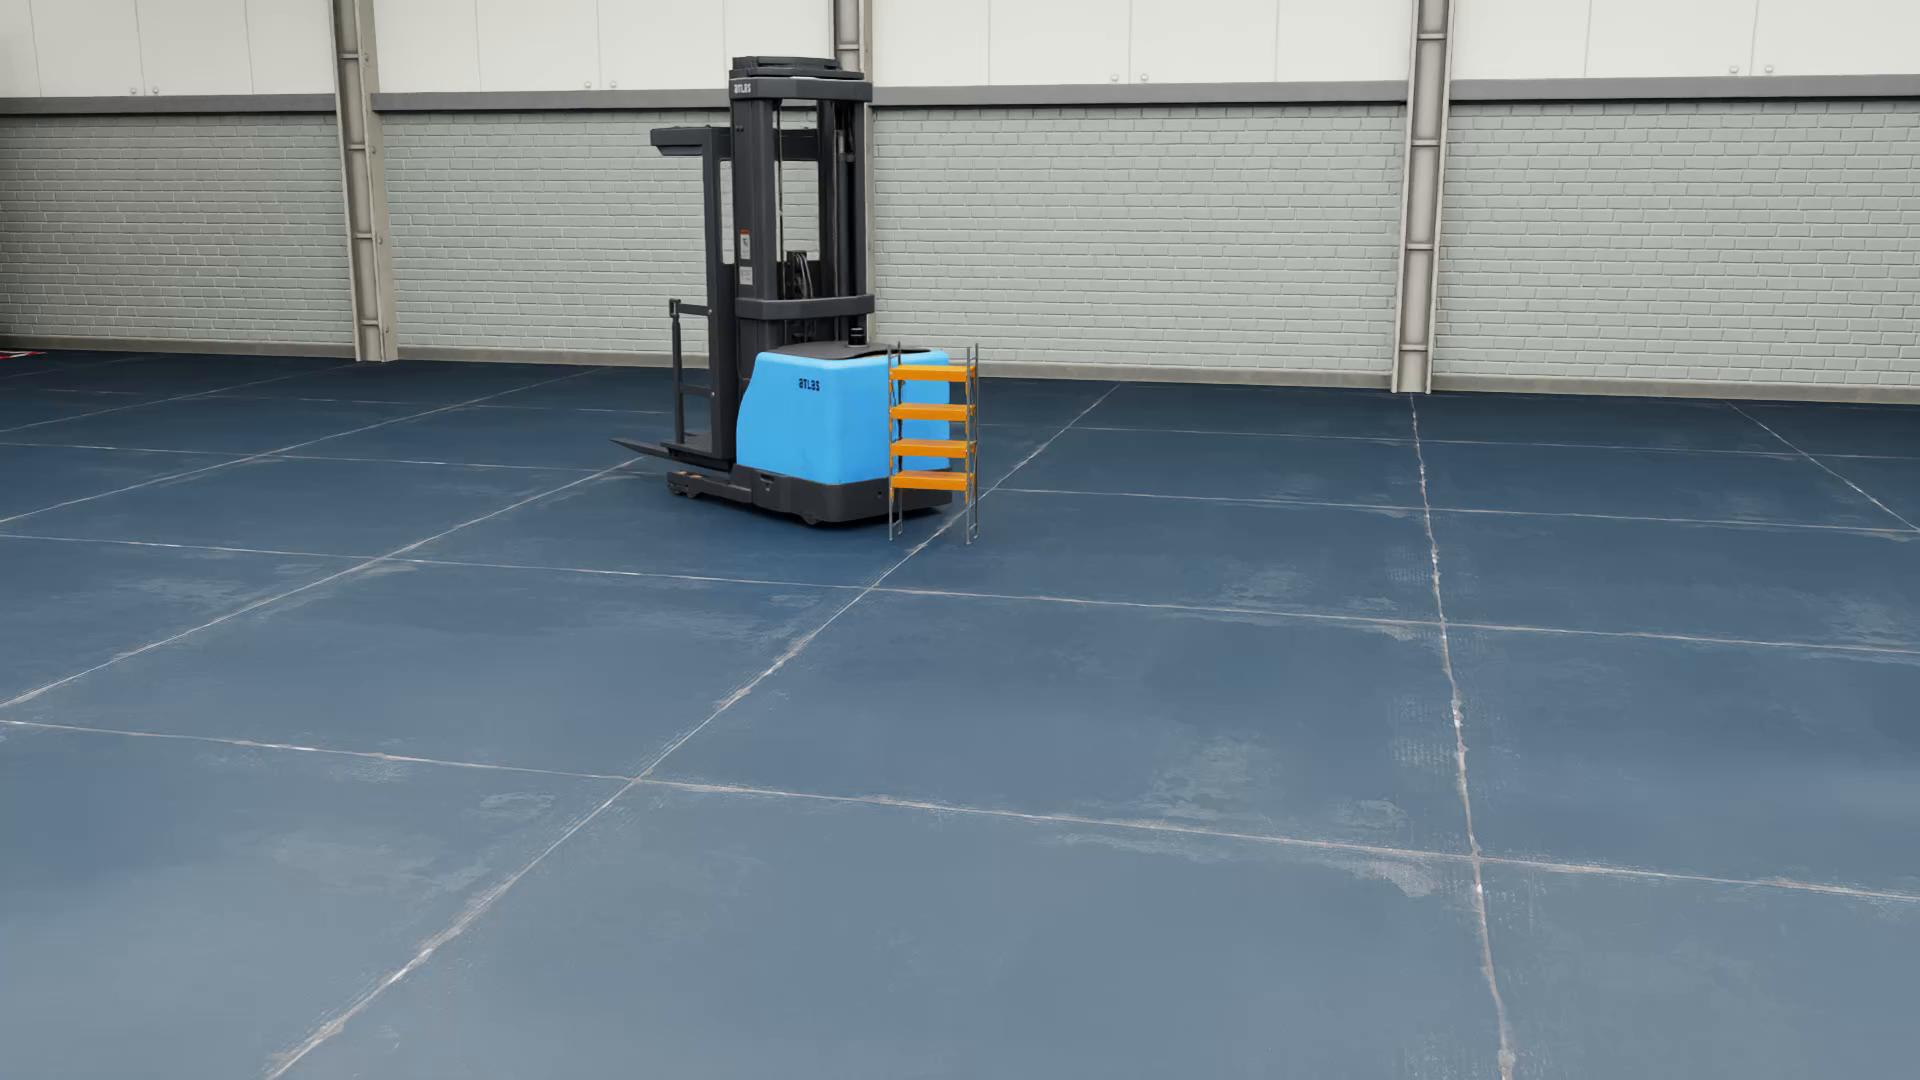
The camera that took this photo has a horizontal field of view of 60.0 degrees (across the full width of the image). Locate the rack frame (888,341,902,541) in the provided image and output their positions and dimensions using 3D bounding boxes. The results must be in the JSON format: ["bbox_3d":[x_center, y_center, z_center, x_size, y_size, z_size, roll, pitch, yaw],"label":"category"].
[{"bbox_3d":[-0.398,-0.607,10.200,0.015,1.200,0.240,3,13,14],"label":"rack frame"}]

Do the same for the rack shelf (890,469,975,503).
[{"bbox_3d":[-0.161,-0.335,10.200,0.480,0.148,0.258,3,13,14],"label":"rack shelf"}]

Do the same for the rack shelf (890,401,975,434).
[{"bbox_3d":[-0.161,-0.747,10.109,0.480,0.148,0.258,3,13,14],"label":"rack shelf"}]

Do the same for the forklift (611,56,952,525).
[{"bbox_3d":[-1.407,-1.782,11.500,1.130,2.935,3.031,-11,17,-40],"label":"forklift"}]

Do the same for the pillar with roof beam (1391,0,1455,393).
[{"bbox_3d":[3.623,-5.028,12.118,0.400,9.000,9.100,3,13,14],"label":"pillar with roof beam"}]

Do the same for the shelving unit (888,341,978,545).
[{"bbox_3d":[-0.161,-0.594,10.143,0.503,1.200,0.258,3,13,14],"label":"shelving unit"}]

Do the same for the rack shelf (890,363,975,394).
[{"bbox_3d":[-0.161,-0.978,10.057,0.480,0.148,0.258,3,13,14],"label":"rack shelf"}]

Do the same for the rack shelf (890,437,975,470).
[{"bbox_3d":[-0.161,-0.529,10.157,0.480,0.148,0.258,3,13,14],"label":"rack shelf"}]

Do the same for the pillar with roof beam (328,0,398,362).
[{"bbox_3d":[-8.027,-5.650,14.925,0.400,9.000,9.100,3,13,14],"label":"pillar with roof beam"}]

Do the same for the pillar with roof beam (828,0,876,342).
[{"bbox_3d":[-2.202,-5.339,13.522,0.400,9.000,9.100,3,13,14],"label":"pillar with roof beam"}]

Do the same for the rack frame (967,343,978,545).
[{"bbox_3d":[0.076,-0.582,10.085,0.015,1.200,0.240,3,13,14],"label":"rack frame"}]
